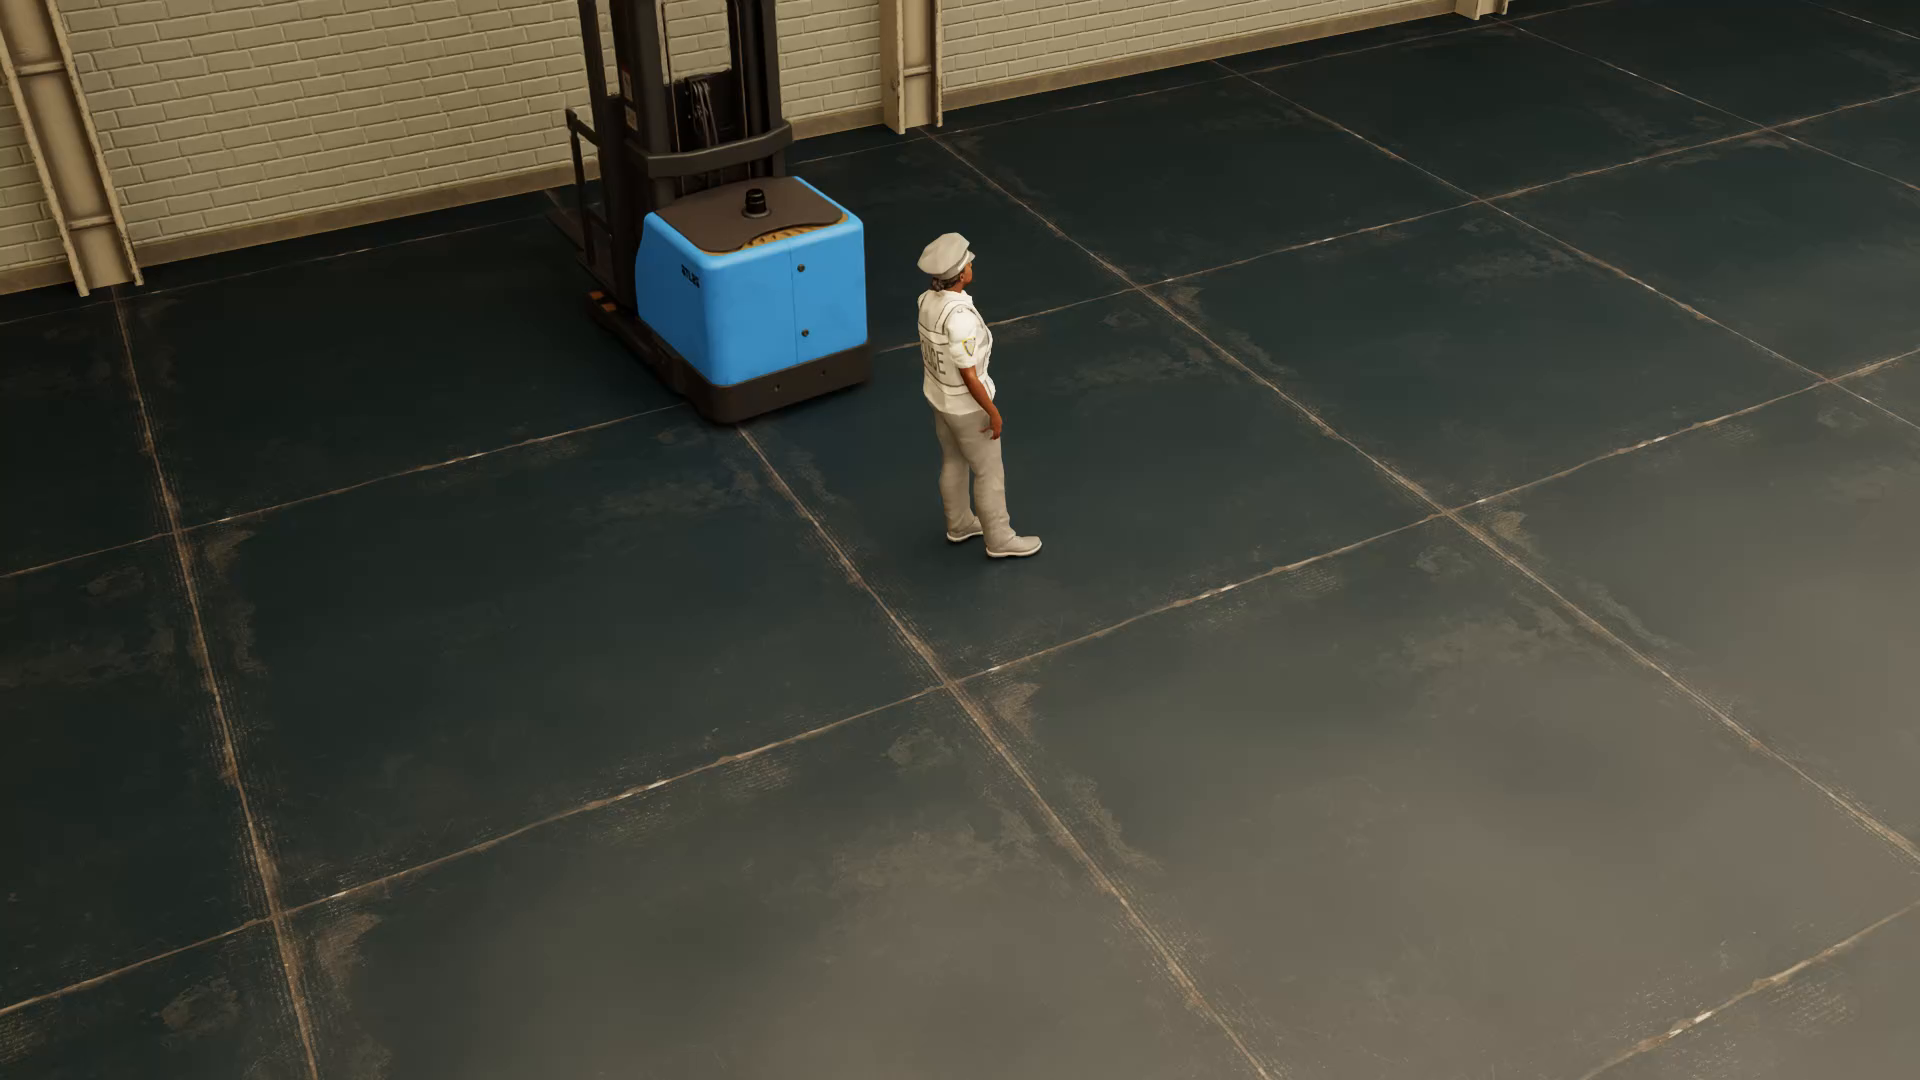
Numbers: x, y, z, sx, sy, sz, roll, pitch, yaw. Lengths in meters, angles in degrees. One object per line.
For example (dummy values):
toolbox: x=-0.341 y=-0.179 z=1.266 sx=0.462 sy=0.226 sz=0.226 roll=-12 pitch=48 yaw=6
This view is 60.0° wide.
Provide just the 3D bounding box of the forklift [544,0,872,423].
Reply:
forklift: x=-1.763 y=-2.674 z=9.906 sx=1.130 sy=2.935 sz=3.031 roll=-21 pitch=40 yaw=-27

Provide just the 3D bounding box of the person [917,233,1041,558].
person: x=0.075 y=-0.708 z=8.183 sx=0.530 sy=1.695 sz=0.570 roll=-17 pitch=39 yaw=-23
